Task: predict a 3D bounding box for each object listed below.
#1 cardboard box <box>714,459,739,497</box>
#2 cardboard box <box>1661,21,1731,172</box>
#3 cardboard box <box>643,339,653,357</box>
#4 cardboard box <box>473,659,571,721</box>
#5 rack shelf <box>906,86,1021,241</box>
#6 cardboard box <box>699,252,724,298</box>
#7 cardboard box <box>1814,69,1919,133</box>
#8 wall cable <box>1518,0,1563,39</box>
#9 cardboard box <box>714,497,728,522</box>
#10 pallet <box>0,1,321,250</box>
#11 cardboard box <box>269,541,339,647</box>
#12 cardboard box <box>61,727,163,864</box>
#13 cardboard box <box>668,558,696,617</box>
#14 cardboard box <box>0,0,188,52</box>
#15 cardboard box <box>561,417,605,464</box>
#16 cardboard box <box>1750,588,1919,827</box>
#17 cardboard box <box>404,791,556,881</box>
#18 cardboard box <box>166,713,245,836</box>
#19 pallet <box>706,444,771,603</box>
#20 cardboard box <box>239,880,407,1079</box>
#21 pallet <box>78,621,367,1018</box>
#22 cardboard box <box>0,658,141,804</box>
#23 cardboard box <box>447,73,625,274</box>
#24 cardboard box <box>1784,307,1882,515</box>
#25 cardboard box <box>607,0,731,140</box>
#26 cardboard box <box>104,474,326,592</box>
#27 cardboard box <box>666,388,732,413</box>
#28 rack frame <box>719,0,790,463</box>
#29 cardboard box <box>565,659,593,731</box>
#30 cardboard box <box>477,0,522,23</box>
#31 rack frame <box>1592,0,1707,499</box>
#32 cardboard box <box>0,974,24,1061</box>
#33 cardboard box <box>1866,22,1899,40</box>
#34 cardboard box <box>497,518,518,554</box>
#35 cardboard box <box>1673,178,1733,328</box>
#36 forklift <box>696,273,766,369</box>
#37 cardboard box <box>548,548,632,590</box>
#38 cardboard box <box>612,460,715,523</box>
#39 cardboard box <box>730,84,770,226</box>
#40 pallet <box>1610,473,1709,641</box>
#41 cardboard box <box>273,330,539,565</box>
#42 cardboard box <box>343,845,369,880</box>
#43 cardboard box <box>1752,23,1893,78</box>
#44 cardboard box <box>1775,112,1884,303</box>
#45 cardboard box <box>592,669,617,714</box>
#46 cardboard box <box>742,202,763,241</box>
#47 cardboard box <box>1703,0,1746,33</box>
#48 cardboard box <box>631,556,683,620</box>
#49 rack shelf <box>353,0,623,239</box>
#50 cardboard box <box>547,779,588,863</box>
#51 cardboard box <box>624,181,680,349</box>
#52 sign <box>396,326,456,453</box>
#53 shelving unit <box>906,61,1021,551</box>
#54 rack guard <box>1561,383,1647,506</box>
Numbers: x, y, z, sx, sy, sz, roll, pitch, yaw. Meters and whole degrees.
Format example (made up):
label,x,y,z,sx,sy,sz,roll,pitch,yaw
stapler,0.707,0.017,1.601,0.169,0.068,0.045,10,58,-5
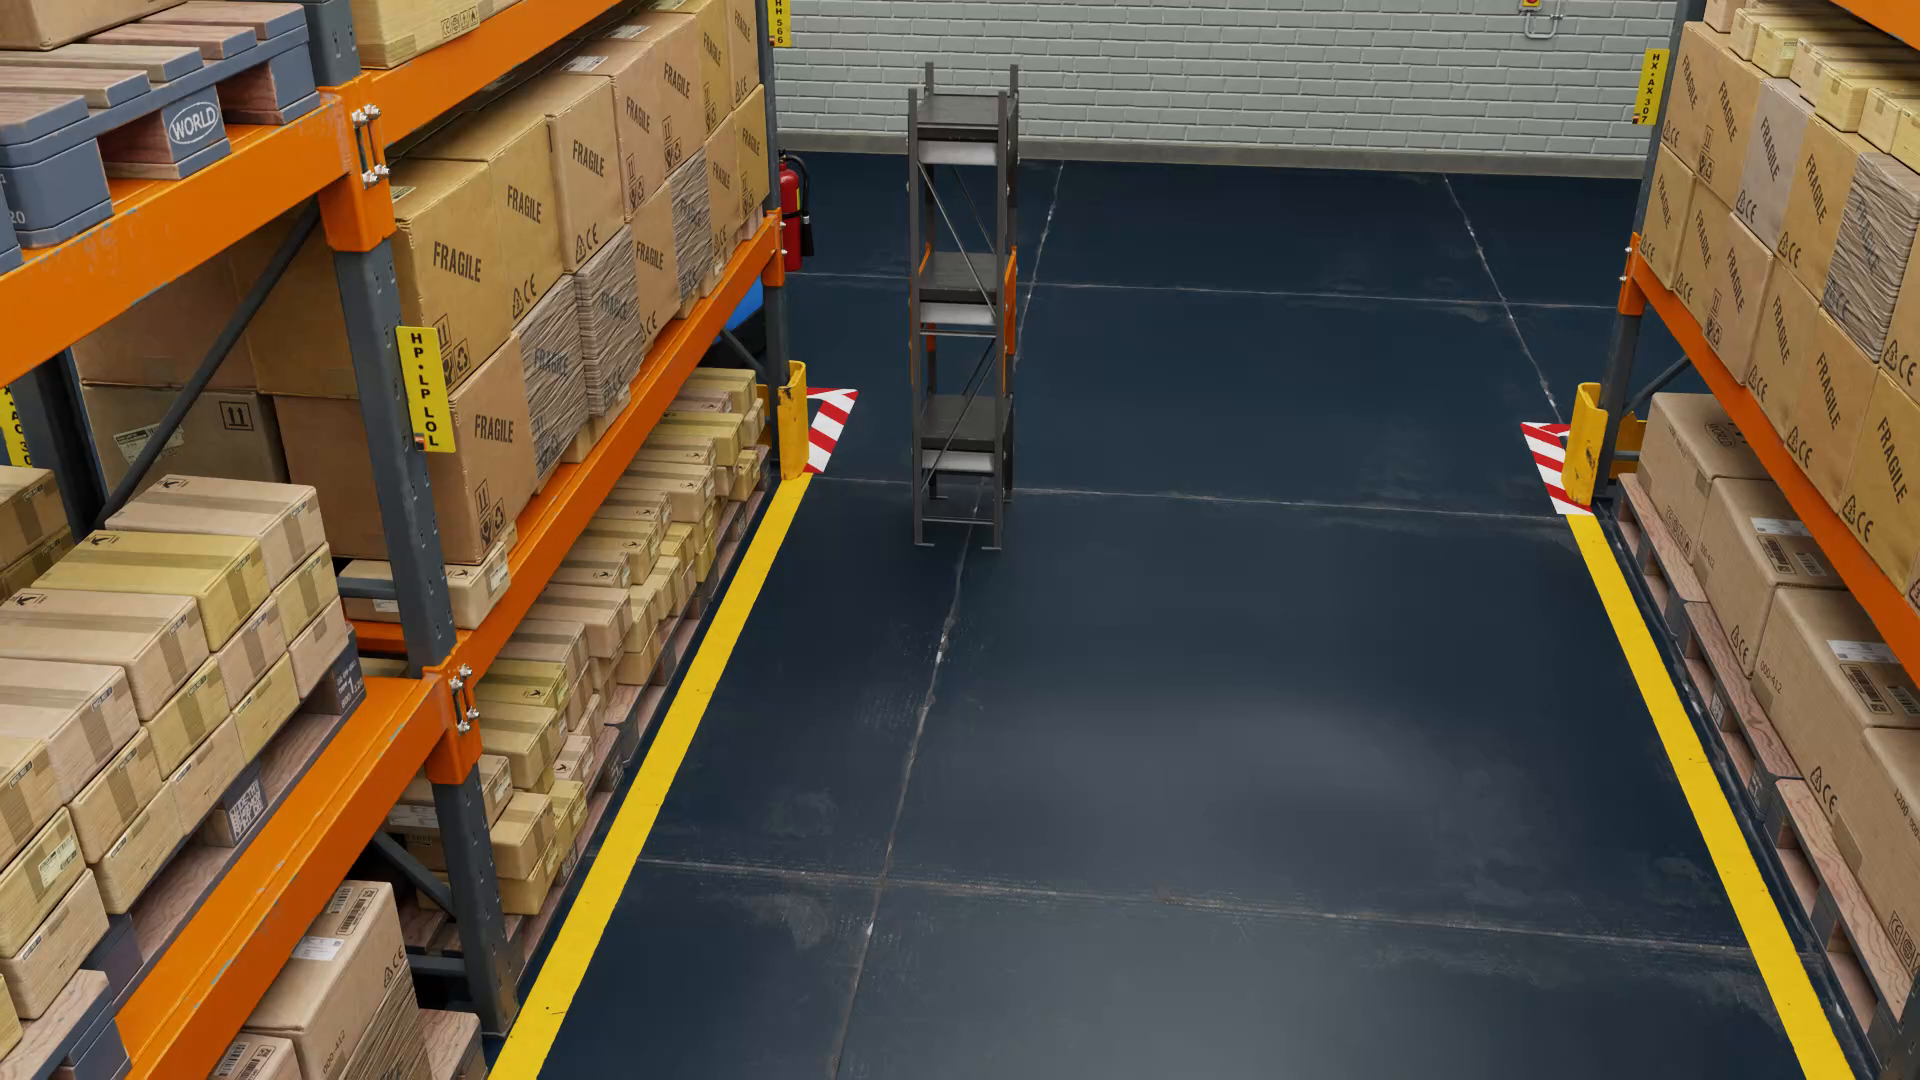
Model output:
label,x,y,z,sx,sy,sz,roll,pitch,yaw
cardboard box,-1.201,-0.318,7.427,0.380,0.149,0.250,2,28,4
cardboard box,3.225,-1.801,6.772,0.500,0.500,0.500,3,28,5
cardboard box,-1.379,-0.759,6.261,0.380,0.149,0.250,4,29,7
cardboard box,-1.526,0.526,5.546,0.380,0.149,0.250,3,28,5
rack shelf,0.020,-1.607,7.071,0.431,0.518,0.480,3,28,6
cardboard box,-1.209,-1.131,6.952,0.380,0.149,0.250,4,29,8
cardboard box,3.017,-1.418,5.376,0.380,0.149,0.250,3,28,5
wall cable,4.235,-4.643,12.102,0.585,1.953,0.123,3,28,6
cardboard box,-1.265,-0.190,7.504,0.380,0.149,0.250,3,28,6
pallet,-2.030,-0.837,3.177,1.213,0.211,1.003,3,28,6
cardboard box,-1.701,0.110,3.892,0.380,0.149,0.250,4,29,8
cardboard box,-1.795,0.479,3.206,0.380,0.149,0.250,2,28,5
cardboard box,-1.304,0.178,6.820,0.380,0.149,0.250,4,29,7
cardboard box,-2.004,-1.261,3.218,0.700,0.500,0.500,3,28,6
cardboard box,-1.415,-0.385,5.566,0.380,0.149,0.250,4,29,7
cardboard box,3.369,0.589,5.754,0.875,0.438,0.875,3,28,5
cardboard box,-1.486,0.903,5.160,0.380,0.149,0.250,5,29,9
cardboard box,-1.764,0.480,3.519,0.380,0.149,0.250,3,28,6
pallet,-1.502,-0.123,7.756,1.003,0.211,1.213,3,28,6
cardboard box,-1.689,1.067,4.009,0.500,0.250,0.500,3,28,5
pallet,-2.086,0.552,3.765,1.003,0.211,1.213,3,28,6
cardboard box,-1.801,0.352,3.129,0.380,0.149,0.250,3,28,6
cardboard box,-1.410,-1.178,5.300,0.500,0.500,0.500,4,29,7
cardboard box,2.985,-0.401,5.226,0.500,0.500,0.500,3,28,5
cardboard box,-1.229,-1.914,6.666,0.500,0.500,0.500,2,28,4
cardboard box,-1.704,-0.020,3.819,0.380,0.149,0.250,5,29,9
cardboard box,-1.259,-0.580,7.599,0.380,0.149,0.250,4,29,7
rack frame,-1.358,-1.767,7.867,1.000,3.000,0.127,3,28,6
cardboard box,-1.514,0.535,5.843,0.380,0.149,0.250,2,28,4
cardboard box,-1.477,-1.577,4.511,0.500,0.250,0.500,3,28,5
rack frame,3.567,-1.527,7.421,1.000,3.000,0.127,3,28,6
cardboard box,-1.857,0.854,2.825,0.380,0.149,0.250,5,29,8
cardboard box,3.714,-1.995,6.447,0.380,0.149,0.250,4,29,7
cardboard box,-1.531,-0.014,4.877,0.380,0.149,0.250,4,29,8
cardboard box,3.189,-1.122,6.564,0.500,0.500,0.500,3,28,5
forklift,-2.623,-2.514,9.327,3.031,2.935,1.130,9,29,15
cardboard box,-1.453,0.154,6.237,0.380,0.149,0.250,2,28,4
cardboard box,-1.237,-0.202,6.899,0.380,0.149,0.250,4,29,8
cardboard box,-1.158,-1.715,7.352,0.500,0.500,0.500,4,29,7
pallet,3.547,0.082,7.375,1.003,0.211,1.213,3,28,6
cardboard box,-1.537,-0.277,4.683,0.500,0.500,0.500,3,28,5
cardboard box,-2.138,0.982,5.328,0.380,0.149,0.250,4,29,7
cardboard box,3.127,-1.777,6.043,0.380,0.149,0.250,2,28,5
cardboard box,3.054,-1.080,5.433,0.500,0.500,0.500,3,29,6
cardboard box,-1.494,0.537,6.153,0.380,0.149,0.250,2,28,4
cardboard box,-1.118,-1.486,7.611,0.380,0.149,0.250,3,28,6
cardboard box,3.249,-2.145,6.726,0.380,0.149,0.250,4,29,7
cardboard box,-1.308,0.178,6.507,0.380,0.149,0.250,4,29,7
rack shelf,-1.603,-1.829,5.578,1.077,0.370,4.000,3,28,6
cardboard box,-1.452,0.908,5.464,0.380,0.149,0.250,4,29,8
cardboard box,-1.350,-1.000,6.024,0.500,0.500,0.500,5,29,9
sign,-1.297,-0.363,4.040,0.100,0.325,0.005,3,28,6
shelving unit,0.020,-1.002,7.397,0.431,2.100,0.503,3,28,6
rack guard,3.570,-0.437,8.035,1.175,0.500,0.348,3,28,6
